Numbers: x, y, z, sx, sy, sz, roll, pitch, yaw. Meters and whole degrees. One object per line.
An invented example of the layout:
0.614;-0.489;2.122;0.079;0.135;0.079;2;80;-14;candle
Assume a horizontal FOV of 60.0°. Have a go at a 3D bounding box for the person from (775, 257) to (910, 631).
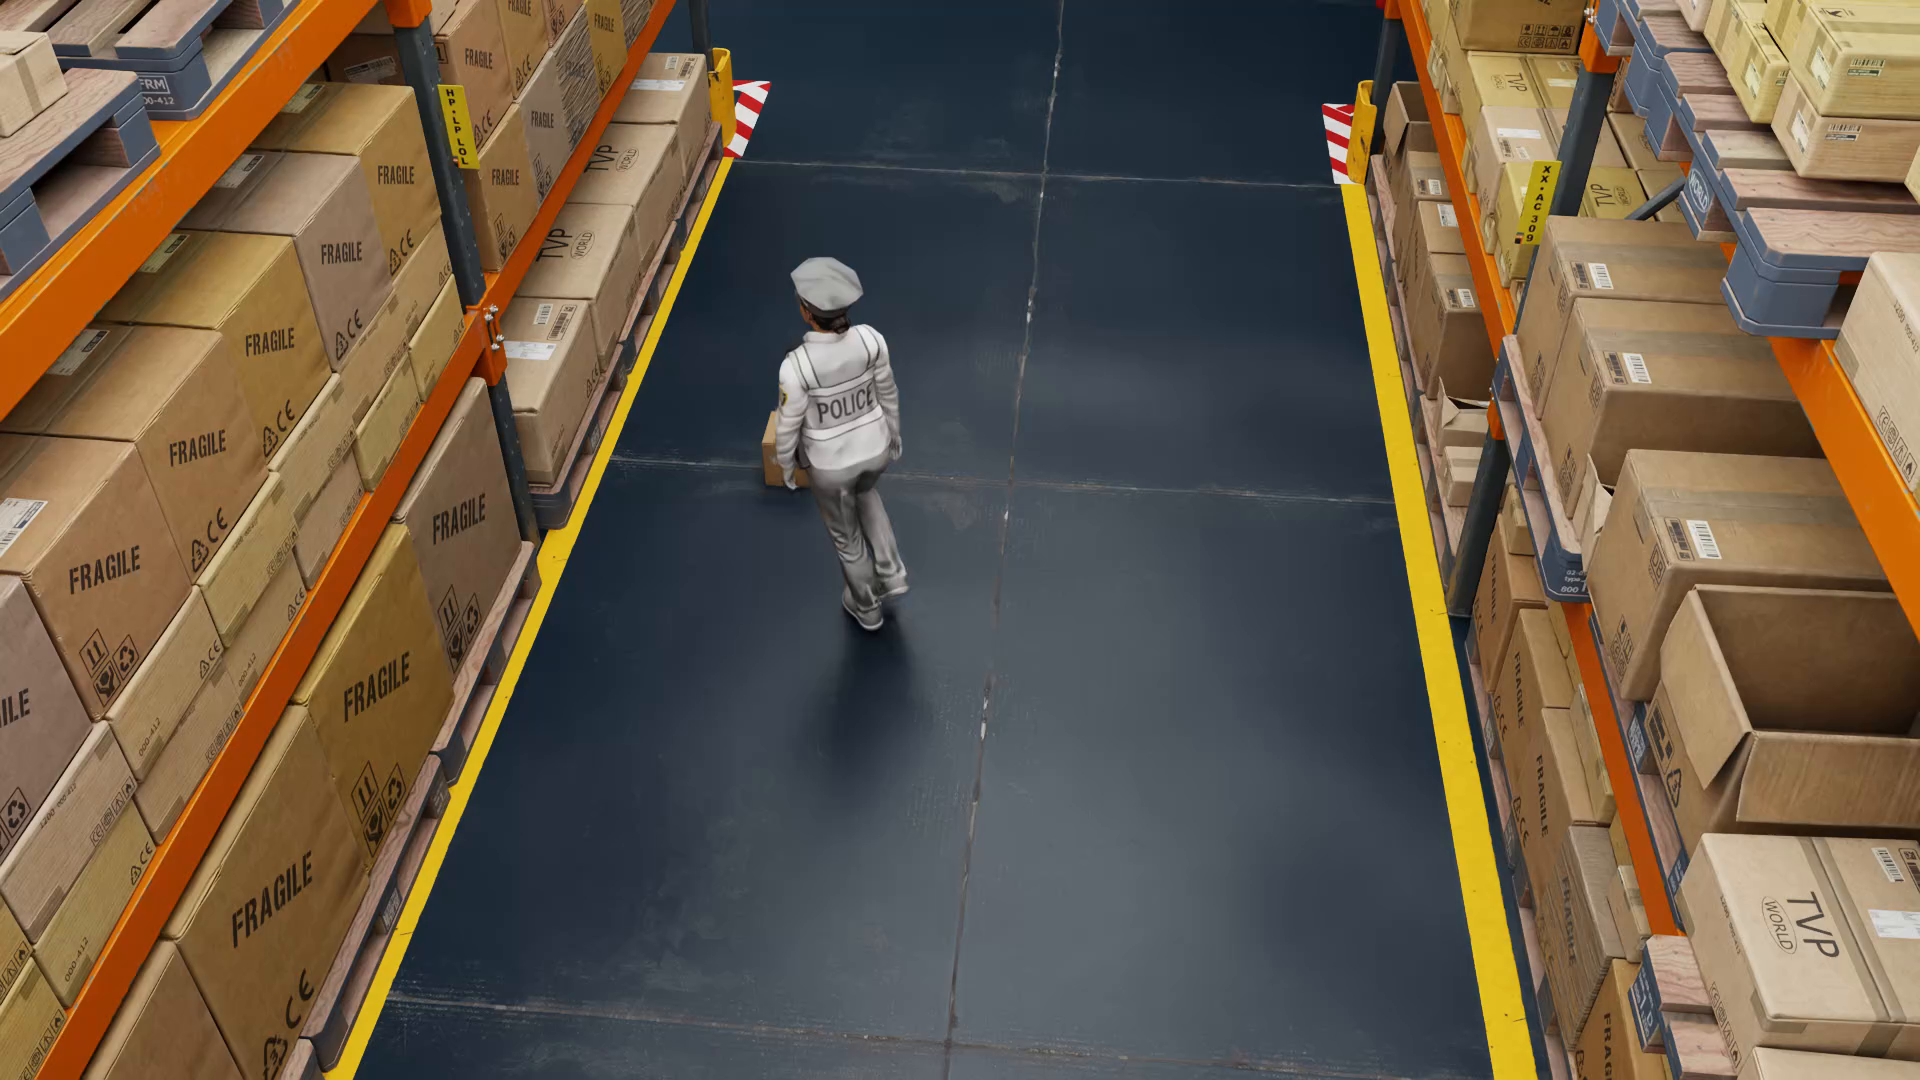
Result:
-0.447;-0.331;6.502;0.551;1.676;0.442;-22;45;-24;person
